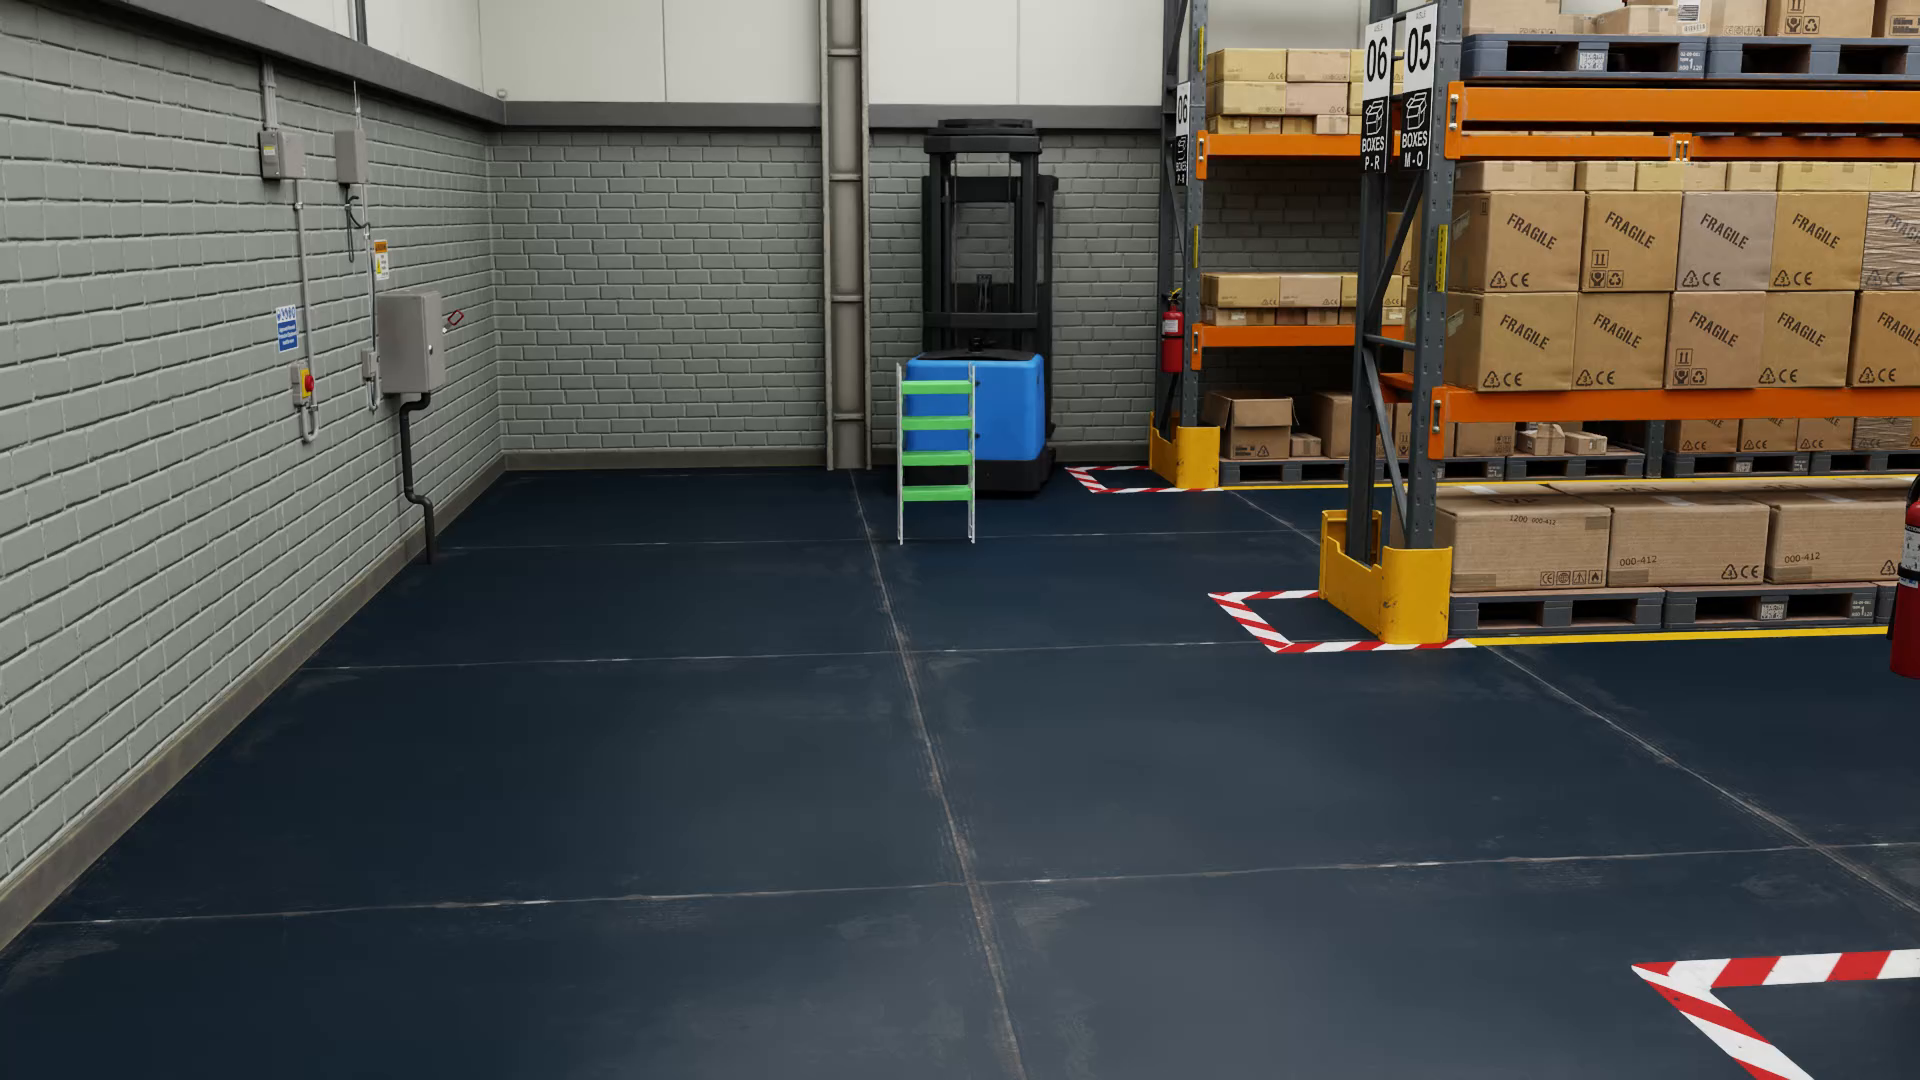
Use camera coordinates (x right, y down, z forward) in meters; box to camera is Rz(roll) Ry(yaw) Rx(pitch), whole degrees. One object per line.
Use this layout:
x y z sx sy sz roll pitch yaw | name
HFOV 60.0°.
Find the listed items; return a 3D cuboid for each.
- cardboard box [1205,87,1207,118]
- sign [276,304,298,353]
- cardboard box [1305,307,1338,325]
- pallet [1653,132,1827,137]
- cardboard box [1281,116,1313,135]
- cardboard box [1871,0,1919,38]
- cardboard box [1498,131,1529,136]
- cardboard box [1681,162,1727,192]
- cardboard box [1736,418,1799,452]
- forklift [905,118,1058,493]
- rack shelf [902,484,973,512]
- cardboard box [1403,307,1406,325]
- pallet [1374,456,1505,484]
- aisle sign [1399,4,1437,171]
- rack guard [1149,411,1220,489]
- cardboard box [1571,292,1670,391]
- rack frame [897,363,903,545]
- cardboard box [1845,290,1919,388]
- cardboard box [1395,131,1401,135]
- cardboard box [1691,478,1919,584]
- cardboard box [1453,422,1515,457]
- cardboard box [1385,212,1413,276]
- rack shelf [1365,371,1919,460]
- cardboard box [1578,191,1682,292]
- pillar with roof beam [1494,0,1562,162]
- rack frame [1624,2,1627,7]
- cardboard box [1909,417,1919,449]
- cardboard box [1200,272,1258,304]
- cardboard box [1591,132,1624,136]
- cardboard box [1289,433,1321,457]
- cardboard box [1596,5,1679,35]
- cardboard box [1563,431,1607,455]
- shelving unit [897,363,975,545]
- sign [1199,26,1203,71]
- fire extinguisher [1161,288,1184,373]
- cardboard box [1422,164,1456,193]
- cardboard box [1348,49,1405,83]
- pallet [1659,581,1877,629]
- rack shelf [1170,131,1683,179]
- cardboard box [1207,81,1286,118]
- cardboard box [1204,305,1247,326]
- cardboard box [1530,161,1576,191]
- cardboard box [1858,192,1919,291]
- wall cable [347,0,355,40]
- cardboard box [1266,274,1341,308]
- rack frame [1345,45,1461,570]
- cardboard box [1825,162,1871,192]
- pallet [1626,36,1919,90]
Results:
2.213 -3.602 13.753 0.500 0.250 0.500 -1 11 -7 | cardboard box
-3.318 -1.044 8.203 0.001 0.218 0.327 -1 11 -6 | sign
2.920 -1.847 13.637 0.250 0.149 0.380 -1 11 -4 | cardboard box
6.433 -3.459 13.898 1.003 0.211 1.213 -1 11 -6 | pallet
2.657 -3.319 13.350 0.250 0.149 0.380 -1 11 -6 | cardboard box
4.980 -2.871 8.803 0.637 0.503 0.797 0 11 -2 | cardboard box
4.426 -3.351 13.513 0.250 0.149 0.380 -1 11 -4 | cardboard box
3.762 -1.883 8.639 0.250 0.149 0.380 -1 11 -6 | cardboard box
6.811 -1.039 14.267 0.500 0.500 0.500 -1 11 -7 | cardboard box
0.255 -2.046 14.179 1.130 2.935 3.031 1 11 7 | forklift
-0.165 -0.287 11.293 0.480 0.148 0.258 -1 11 -6 | rack shelf
3.703 -1.854 13.672 0.250 0.149 0.380 -1 11 -5 | cardboard box
3.879 -0.671 14.233 1.213 0.211 1.003 -1 11 -6 | pallet
2.300 -2.263 8.361 0.004 0.787 0.394 -1 11 -6 | aisle sign
1.876 -0.771 13.993 0.348 0.500 1.175 -1 11 -6 | rack guard
3.348 -1.064 8.745 0.500 0.500 0.500 -1 11 -7 | cardboard box
-0.407 -0.580 11.209 0.015 1.200 0.240 -1 11 -6 | rack frame
4.874 -1.093 8.891 0.500 0.500 0.500 -1 11 -7 | cardboard box
3.415 -3.328 13.397 0.250 0.149 0.380 -1 11 -7 | cardboard box
4.791 -0.065 9.476 0.875 0.438 0.875 -2 11 -8 | cardboard box
4.305 -1.002 14.080 0.500 0.500 0.700 -2 11 -8 | cardboard box
3.772 -2.425 13.602 0.500 0.500 0.500 -1 11 -5 | cardboard box
4.329 -0.733 9.184 4.000 0.370 1.077 -1 11 -6 | rack shelf
3.361 -1.551 8.631 0.500 0.500 0.500 -2 11 -8 | cardboard box
5.453 -4.356 10.195 0.400 9.000 9.100 -1 11 -6 | pillar with roof beam
5.777 -5.023 13.589 0.127 3.000 1.000 -1 11 -6 | rack frame
8.338 -1.072 14.437 0.500 0.500 0.500 -1 11 -4 | cardboard box
2.229 -2.129 14.038 0.500 0.250 0.500 -1 11 -4 | cardboard box
5.208 -3.359 13.554 0.250 0.149 0.380 -1 11 -6 | cardboard box
2.846 -0.799 13.958 0.250 0.149 0.380 -2 11 -8 | cardboard box
3.447 -2.626 8.478 0.250 0.149 0.380 -1 11 -4 | cardboard box
5.255 -0.818 14.057 0.250 0.149 0.380 -2 11 -8 | cardboard box
-0.165 -0.585 11.235 0.503 1.200 0.258 -1 11 -6 | shelving unit
1.859 -3.793 12.841 0.005 0.325 0.100 -1 11 -6 | sign
1.704 -1.683 13.321 0.183 0.674 0.296 -1 11 -6 | fire extinguisher
2.676 -1.948 8.967 0.250 0.149 0.380 -1 11 -5 | cardboard box
3.274 -3.767 13.297 0.500 0.250 0.500 -1 11 -7 | cardboard box
4.337 0.268 9.459 1.213 0.211 1.003 -1 11 -6 | pallet
3.789 -3.156 13.736 4.000 0.370 1.077 -1 11 -6 | rack shelf
2.271 -3.497 13.221 0.500 0.250 0.500 -1 11 -7 | cardboard box
2.157 -1.827 13.536 0.250 0.149 0.380 -1 11 -7 | cardboard box
2.976 -1.875 8.599 0.250 0.149 0.380 -1 11 -5 | cardboard box
4.867 -1.583 8.792 0.500 0.500 0.500 -1 11 -5 | cardboard box
-3.363 -3.959 8.180 0.029 3.000 2.355 -1 11 -6 | wall cable
2.782 -2.037 13.569 0.500 0.250 0.500 -1 11 -5 | cardboard box
2.340 -1.044 8.903 0.127 3.000 1.000 -1 11 -6 | rack frame
4.525 -1.895 8.700 0.250 0.149 0.380 -1 11 -6 | cardboard box
4.292 -2.516 8.843 1.213 0.211 1.003 -1 11 -6 | pallet
